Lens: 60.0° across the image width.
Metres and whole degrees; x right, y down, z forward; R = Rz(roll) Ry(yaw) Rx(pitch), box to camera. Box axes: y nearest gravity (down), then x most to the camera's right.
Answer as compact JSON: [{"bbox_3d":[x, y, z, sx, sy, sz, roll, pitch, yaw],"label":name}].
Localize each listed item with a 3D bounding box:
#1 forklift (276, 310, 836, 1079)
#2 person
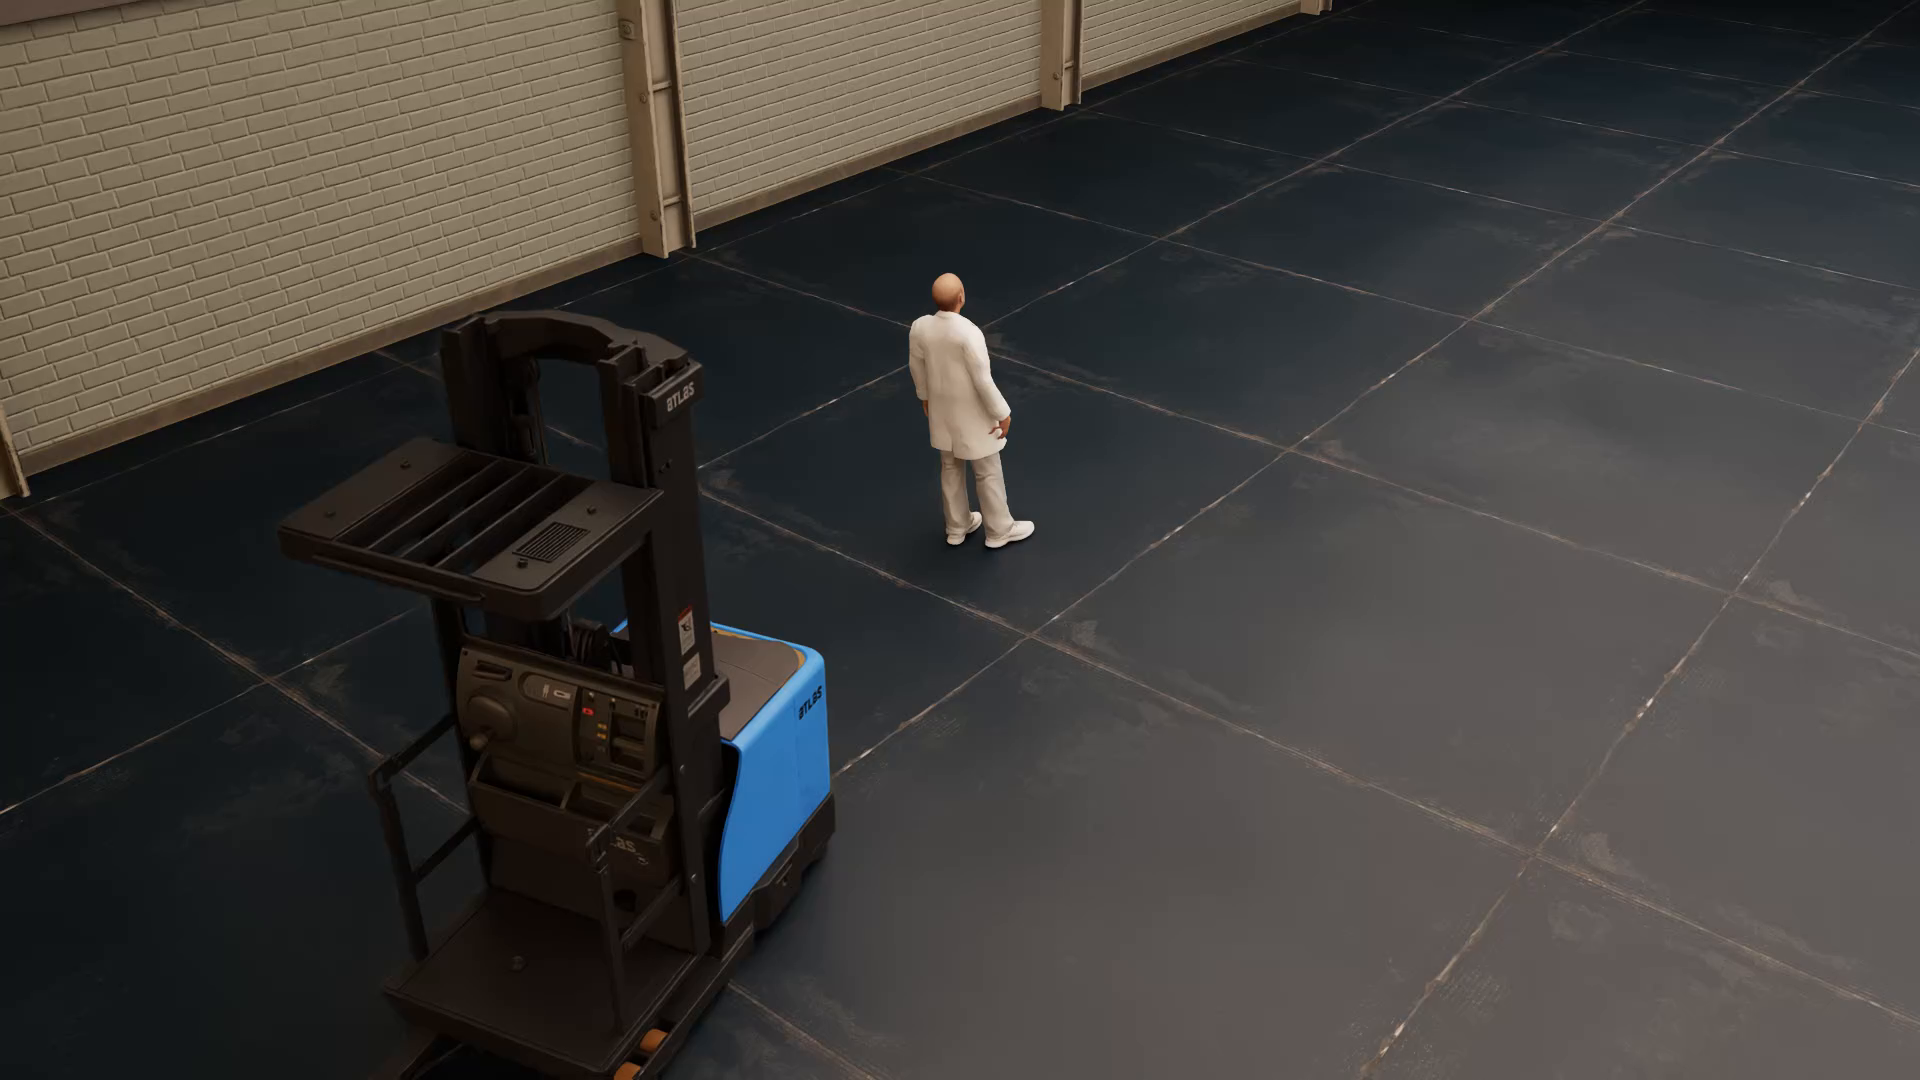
[{"bbox_3d":[-1.659,0.741,6.327,1.130,2.935,3.031,13,33,21],"label":"forklift"},{"bbox_3d":[0.061,-0.809,10.107,0.698,1.778,0.578,22,37,33],"label":"person"}]
